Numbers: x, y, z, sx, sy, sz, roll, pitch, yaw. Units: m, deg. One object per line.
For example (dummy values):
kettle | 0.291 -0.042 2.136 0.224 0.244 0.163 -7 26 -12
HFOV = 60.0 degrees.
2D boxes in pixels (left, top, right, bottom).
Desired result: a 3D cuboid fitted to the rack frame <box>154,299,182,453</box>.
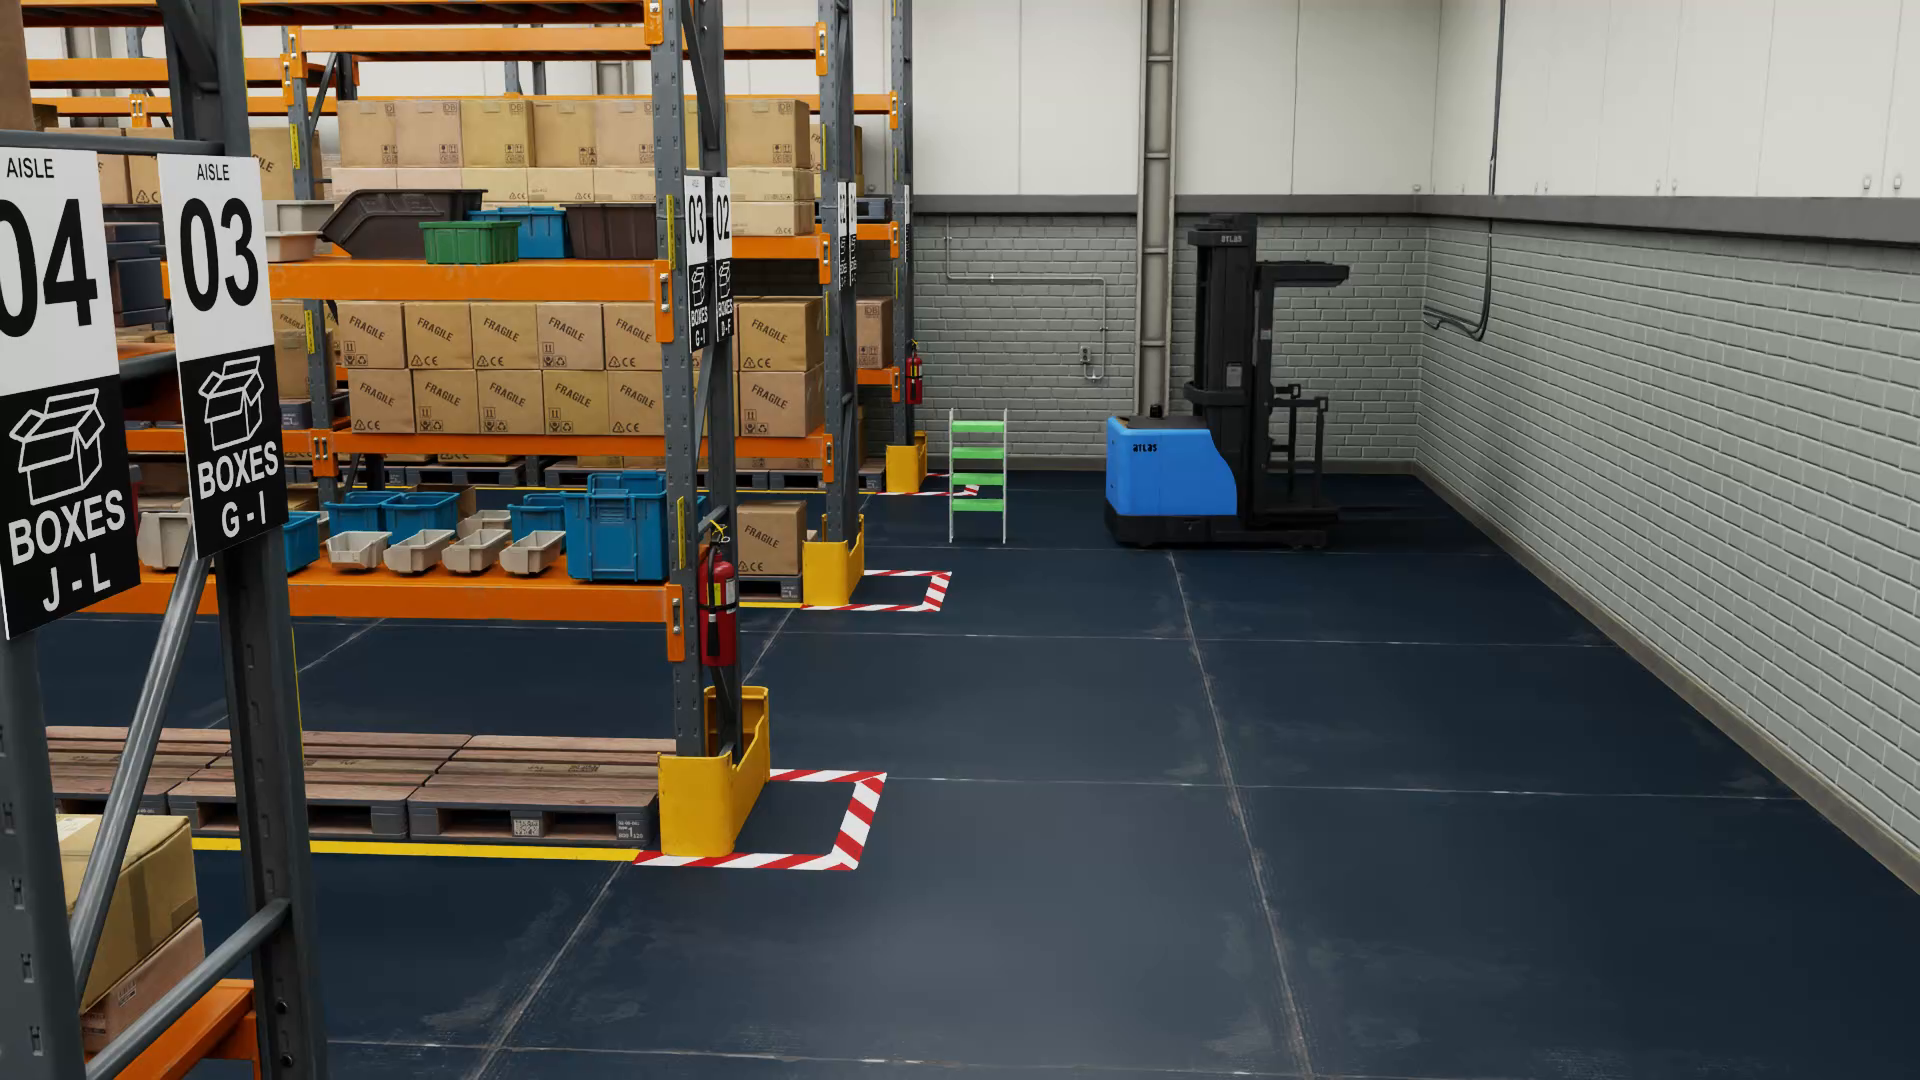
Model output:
rack frame | -8.584 -2.198 18.430 0.127 3.000 1.000 1 12 4

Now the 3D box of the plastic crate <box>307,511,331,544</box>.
plastic crate | -3.498 -0.057 8.694 0.466 0.136 0.293 1 12 4

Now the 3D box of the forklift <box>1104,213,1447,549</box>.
forklift | 2.894 -1.463 15.086 3.031 2.935 1.130 0 12 -2

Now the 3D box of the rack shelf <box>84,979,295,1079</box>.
rack shelf | -3.591 1.272 3.599 4.000 0.370 1.077 1 12 4

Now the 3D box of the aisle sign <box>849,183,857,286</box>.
aisle sign | -0.842 -2.408 13.085 0.004 0.787 0.394 1 12 4

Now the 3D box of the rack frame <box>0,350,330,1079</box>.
rack frame | -1.595 0.948 3.394 0.127 3.000 1.000 1 12 4

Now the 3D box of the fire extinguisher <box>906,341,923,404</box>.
fire extinguisher | -0.482 -1.772 17.493 0.183 0.674 0.296 1 12 4

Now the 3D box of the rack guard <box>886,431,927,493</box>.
rack guard | -0.578 -0.864 18.161 0.348 0.500 1.175 1 12 4

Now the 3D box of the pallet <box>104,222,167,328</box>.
pallet | -2.336 -0.485 3.135 1.213 0.211 1.003 1 12 4

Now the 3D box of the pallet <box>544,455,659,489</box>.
pallet | -3.840 -0.752 18.328 1.213 0.211 1.003 1 12 4

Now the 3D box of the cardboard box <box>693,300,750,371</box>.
cardboard box | -1.896 -1.571 12.749 0.500 0.500 0.500 1 12 5

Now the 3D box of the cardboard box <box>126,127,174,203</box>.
cardboard box | -6.086 -2.929 13.086 0.600 0.600 0.600 1 12 3

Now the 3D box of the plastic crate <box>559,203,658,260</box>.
plastic crate | -1.630 -1.531 8.235 0.590 0.269 0.497 1 12 4

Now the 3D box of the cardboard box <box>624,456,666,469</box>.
cardboard box | -3.353 -1.086 18.196 0.500 0.500 0.700 1 12 3

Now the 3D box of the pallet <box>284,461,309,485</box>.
pallet | -7.803 -0.807 18.591 1.213 0.211 1.003 1 12 4

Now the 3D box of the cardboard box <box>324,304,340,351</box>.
cardboard box | -6.580 -2.321 18.002 0.500 0.500 0.500 1 12 5

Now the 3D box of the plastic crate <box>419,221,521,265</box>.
plastic crate | -2.267 -1.384 7.732 0.336 0.188 0.450 1 12 4

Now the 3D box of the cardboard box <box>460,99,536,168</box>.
cardboard box | -3.444 -3.097 12.718 0.500 0.500 0.700 1 12 4

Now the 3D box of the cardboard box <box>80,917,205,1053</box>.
cardboard box | -1.927 0.998 3.766 0.250 0.149 0.380 1 12 4

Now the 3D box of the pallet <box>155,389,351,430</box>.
pallet | -5.710 -1.070 13.509 1.213 0.211 1.003 1 12 4

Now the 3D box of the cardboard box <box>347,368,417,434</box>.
cardboard box | -4.430 -1.117 13.021 0.500 0.500 0.500 1 12 5

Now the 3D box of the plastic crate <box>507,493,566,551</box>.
plastic crate | -2.145 -0.091 8.623 0.300 0.233 0.416 1 12 4

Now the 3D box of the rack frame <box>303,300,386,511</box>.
rack frame | -4.920 -1.131 13.330 0.127 3.000 1.000 1 12 4

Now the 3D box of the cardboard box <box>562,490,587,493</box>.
cardboard box | -3.045 -0.100 13.423 0.637 0.503 0.797 1 12 4

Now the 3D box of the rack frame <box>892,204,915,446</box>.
rack frame | -0.602 -2.088 17.907 0.127 3.000 1.000 1 12 4

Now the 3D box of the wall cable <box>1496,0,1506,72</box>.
wall cable | 4.837 -5.274 13.733 0.112 2.526 3.097 1 12 4

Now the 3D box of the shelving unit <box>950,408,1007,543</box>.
shelving unit | 0.165 -0.585 15.116 0.503 1.200 0.258 1 12 4

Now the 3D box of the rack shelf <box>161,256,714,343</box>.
rack shelf | -3.260 -1.208 8.129 4.000 0.370 1.077 1 12 4

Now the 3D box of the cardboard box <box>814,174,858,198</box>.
cardboard box | -1.350 -3.693 17.351 0.500 0.250 0.500 1 12 5

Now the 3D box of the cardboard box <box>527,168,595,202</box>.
cardboard box | -2.956 -2.691 12.606 0.500 0.250 0.500 1 12 4

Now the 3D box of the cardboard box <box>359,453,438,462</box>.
cardboard box | -6.137 -1.290 18.317 0.750 0.750 0.750 1 12 5

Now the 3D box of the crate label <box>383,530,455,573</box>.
crate label | -2.658 0.055 8.156 0.243 0.136 0.396 1 12 4

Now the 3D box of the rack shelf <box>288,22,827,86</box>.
rack shelf | -2.925 -3.686 12.659 4.000 0.370 1.077 1 12 4

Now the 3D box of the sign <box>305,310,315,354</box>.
sign | -4.954 -1.584 12.670 0.005 0.325 0.100 1 12 4

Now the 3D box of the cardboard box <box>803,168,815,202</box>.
cardboard box | -1.425 -2.776 13.014 0.500 0.250 0.500 1 12 4

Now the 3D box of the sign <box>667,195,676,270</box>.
sign | -1.285 -1.369 7.397 0.005 0.325 0.100 1 12 4

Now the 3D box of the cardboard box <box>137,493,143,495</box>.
cardboard box | -6.932 -0.093 13.399 0.500 0.500 0.500 0 12 2

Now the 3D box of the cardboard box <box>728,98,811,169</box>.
cardboard box | -1.443 -3.086 12.667 0.500 0.500 0.700 1 12 4

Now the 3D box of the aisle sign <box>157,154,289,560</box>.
aisle sign | -1.503 -0.385 3.416 0.004 0.787 0.394 1 12 4

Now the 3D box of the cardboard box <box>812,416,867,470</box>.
cardboard box | -1.307 -1.059 18.068 0.500 0.500 0.700 1 12 4

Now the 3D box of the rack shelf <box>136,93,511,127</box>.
rack shelf | -6.589 -4.559 17.800 4.000 0.370 1.077 1 12 4

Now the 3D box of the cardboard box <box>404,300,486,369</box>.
cardboard box | -3.954 -1.598 12.879 0.500 0.500 0.500 0 12 2

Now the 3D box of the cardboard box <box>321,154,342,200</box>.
cardboard box | -6.519 -3.924 18.040 0.500 0.500 0.700 1 12 4

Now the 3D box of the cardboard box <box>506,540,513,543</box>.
cardboard box | -3.652 0.100 13.290 0.250 0.166 0.380 1 12 4

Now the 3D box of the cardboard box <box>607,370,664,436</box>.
cardboard box | -2.410 -1.090 12.891 0.500 0.500 0.500 1 12 4

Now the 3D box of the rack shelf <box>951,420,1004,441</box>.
rack shelf | 0.165 -0.992 15.031 0.480 0.148 0.258 1 12 4

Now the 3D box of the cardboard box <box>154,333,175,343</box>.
cardboard box | -6.068 -1.434 13.510 0.500 0.500 0.700 3 12 13
